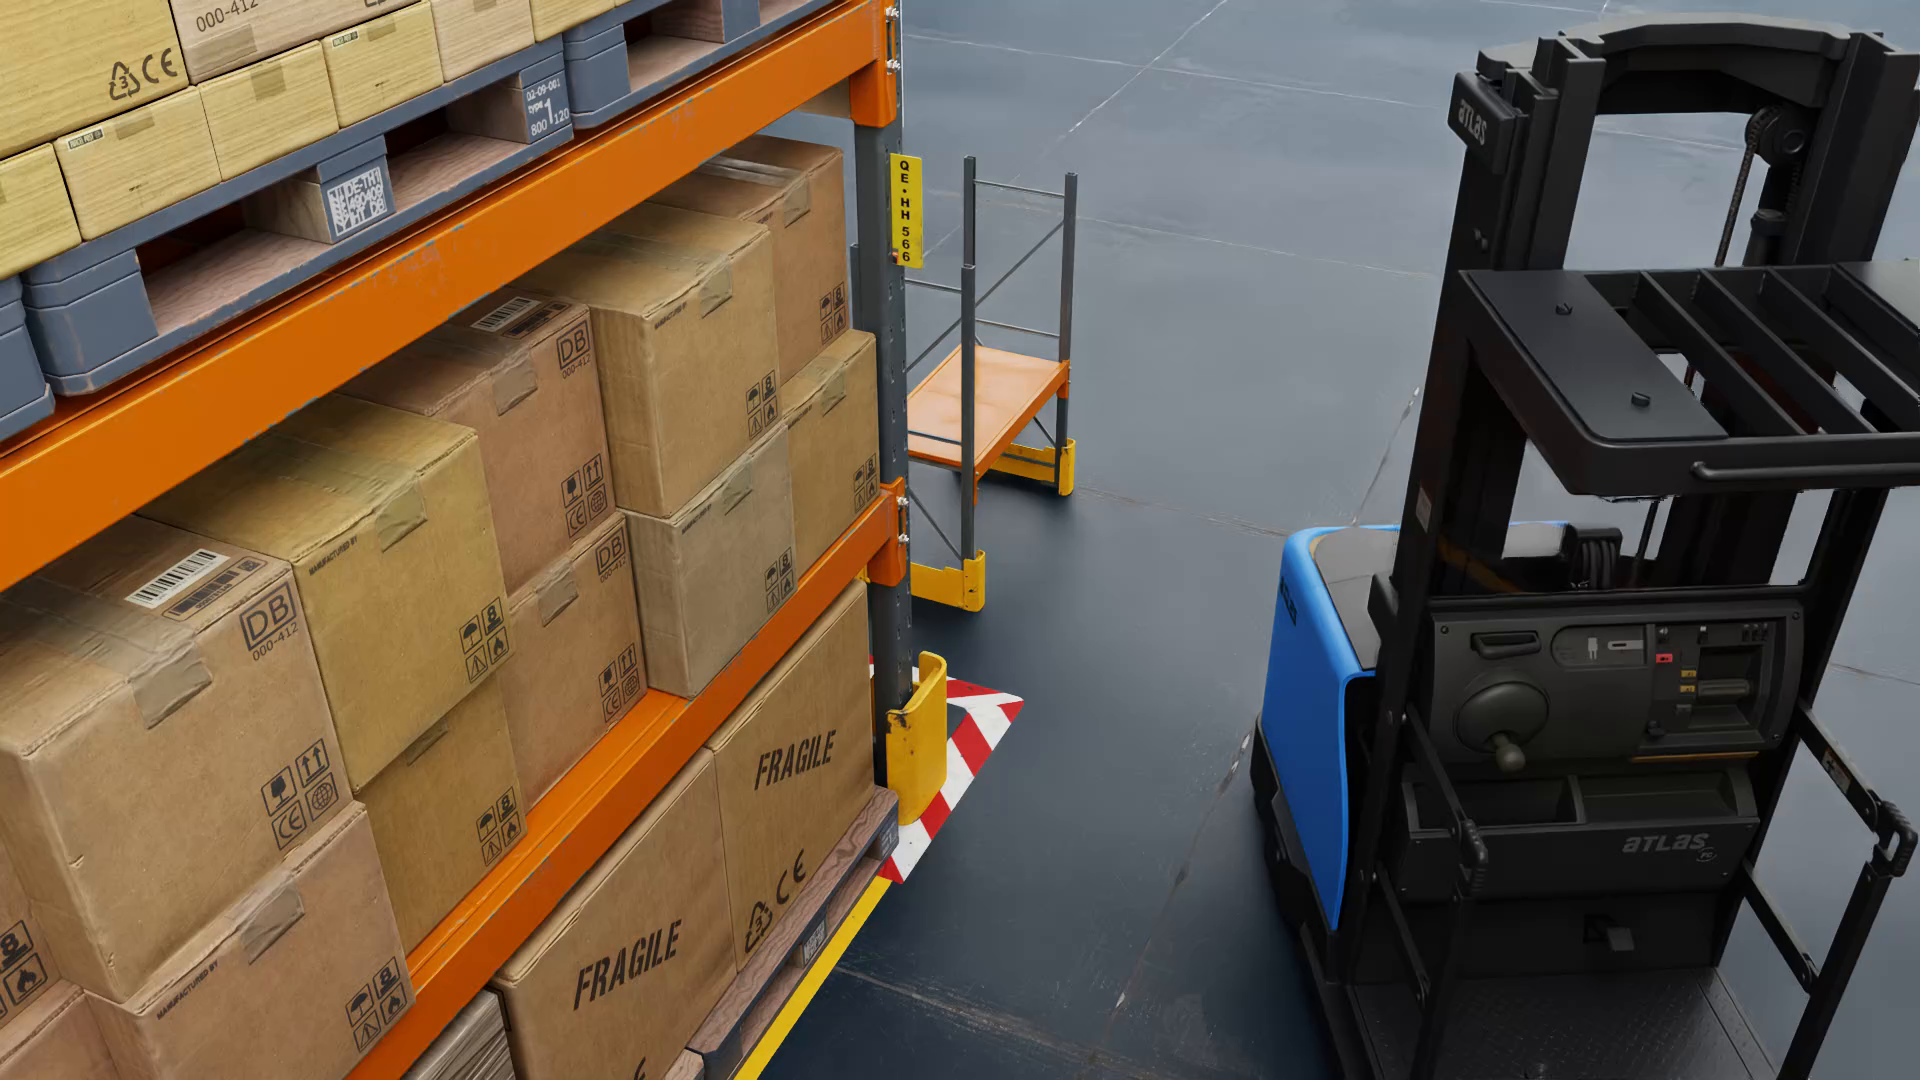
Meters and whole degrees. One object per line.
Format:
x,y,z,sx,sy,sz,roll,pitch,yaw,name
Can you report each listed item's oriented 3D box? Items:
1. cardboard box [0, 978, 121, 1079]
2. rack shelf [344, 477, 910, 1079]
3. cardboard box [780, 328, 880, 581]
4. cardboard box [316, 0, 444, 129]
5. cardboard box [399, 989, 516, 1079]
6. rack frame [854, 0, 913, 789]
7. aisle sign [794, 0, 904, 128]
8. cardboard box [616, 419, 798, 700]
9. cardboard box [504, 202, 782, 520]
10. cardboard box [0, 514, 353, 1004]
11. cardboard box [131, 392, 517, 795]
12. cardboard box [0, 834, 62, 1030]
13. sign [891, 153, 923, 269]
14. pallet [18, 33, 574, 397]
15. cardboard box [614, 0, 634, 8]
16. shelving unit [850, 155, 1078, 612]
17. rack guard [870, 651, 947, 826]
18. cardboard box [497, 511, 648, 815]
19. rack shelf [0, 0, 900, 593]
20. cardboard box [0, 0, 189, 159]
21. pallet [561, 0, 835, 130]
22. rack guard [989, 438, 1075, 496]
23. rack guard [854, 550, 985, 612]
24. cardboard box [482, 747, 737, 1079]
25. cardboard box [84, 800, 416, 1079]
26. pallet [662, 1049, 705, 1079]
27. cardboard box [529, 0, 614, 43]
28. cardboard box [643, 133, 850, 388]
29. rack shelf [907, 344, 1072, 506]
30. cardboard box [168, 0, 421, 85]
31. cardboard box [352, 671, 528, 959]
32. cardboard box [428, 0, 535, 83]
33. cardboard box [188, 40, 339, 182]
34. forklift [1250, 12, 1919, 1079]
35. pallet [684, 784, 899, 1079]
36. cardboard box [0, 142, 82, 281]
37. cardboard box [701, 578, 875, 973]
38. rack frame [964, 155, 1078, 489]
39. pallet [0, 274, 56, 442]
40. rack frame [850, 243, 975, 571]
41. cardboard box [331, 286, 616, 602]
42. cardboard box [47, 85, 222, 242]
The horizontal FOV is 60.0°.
-1.958,1.001,2.851,0.875,0.550,0.550,14,36,20,cardboard box
-1.475,0.834,3.898,1.077,0.370,4.000,14,36,20,rack shelf
-0.752,-0.330,4.881,0.875,0.550,0.550,14,36,20,cardboard box
-1.108,-0.827,2.795,0.380,0.149,0.250,15,36,21,cardboard box
-1.611,1.495,3.789,0.875,0.875,0.875,14,36,21,cardboard box
-0.638,-0.463,5.220,1.000,3.000,0.127,14,36,20,rack frame
-0.336,-1.516,4.456,0.394,0.787,0.004,14,36,20,aisle sign
-0.962,-0.051,4.456,0.875,0.550,0.550,14,36,20,cardboard box
-0.975,-0.506,4.165,0.875,0.550,0.550,14,36,20,cardboard box
-1.651,0.301,2.934,0.875,0.550,0.550,14,36,20,cardboard box
-1.436,0.035,3.339,0.875,0.550,0.500,14,36,20,cardboard box
-2.001,0.539,2.571,0.875,0.550,0.550,14,36,20,cardboard box
-0.151,-0.915,4.637,0.100,0.325,0.005,14,36,20,sign
-1.448,-0.698,2.925,1.003,0.211,1.213,14,36,20,pallet
-0.789,-1.207,3.375,0.380,0.149,0.250,15,36,21,cardboard box
0.032,-0.665,6.897,0.587,1.500,1.083,14,36,20,shelving unit
-0.628,0.571,5.924,1.175,0.500,0.348,14,36,20,rack guard
-1.311,0.199,4.075,0.875,0.550,0.550,14,36,20,cardboard box
-1.475,-0.420,3.076,1.077,0.370,4.000,14,36,20,rack shelf
-1.432,-0.686,2.217,0.500,0.250,0.500,14,36,20,cardboard box
-0.939,-1.308,3.855,1.003,0.211,1.213,14,36,20,pallet
0.240,-0.391,7.618,0.587,0.250,0.087,14,36,20,rack guard
-0.176,0.106,6.861,0.587,0.250,0.087,14,36,20,rack guard
-1.228,1.042,4.481,0.875,0.875,0.875,14,36,20,cardboard box
-1.626,0.759,3.220,0.875,0.550,0.550,14,36,20,cardboard box
-1.413,1.725,4.427,1.003,0.211,1.213,14,36,20,pallet
-0.895,-1.079,3.180,0.380,0.149,0.250,14,36,20,cardboard box
-0.828,-0.801,4.615,0.875,0.550,0.550,14,36,20,cardboard box
0.036,-0.519,7.002,0.538,0.185,1.000,14,36,20,rack shelf
-1.221,-0.939,2.602,0.500,0.250,0.500,15,36,21,cardboard box
-1.495,0.472,3.658,0.875,0.550,0.500,14,36,20,cardboard box
-1.001,-0.954,2.988,0.380,0.149,0.250,14,36,21,cardboard box
-1.214,-0.698,2.599,0.380,0.149,0.250,15,36,21,cardboard box
1.638,0.420,3.936,1.130,2.935,3.031,-2,33,-3,forklift
-0.901,1.120,5.350,1.003,0.211,1.213,14,36,20,pallet
-1.426,-0.448,2.217,0.380,0.149,0.250,14,36,20,cardboard box
-0.862,0.603,5.150,0.875,0.875,0.875,14,36,21,cardboard box
0.248,-0.923,7.290,0.500,1.500,0.032,14,36,20,rack frame
-1.960,-0.093,2.002,1.003,0.211,1.213,14,36,20,pallet
-0.177,-0.416,6.517,0.500,1.500,0.032,14,36,20,rack frame
-1.332,-0.258,3.787,0.875,0.550,0.550,14,36,20,cardboard box
-1.319,-0.575,2.411,0.380,0.149,0.250,14,36,21,cardboard box
